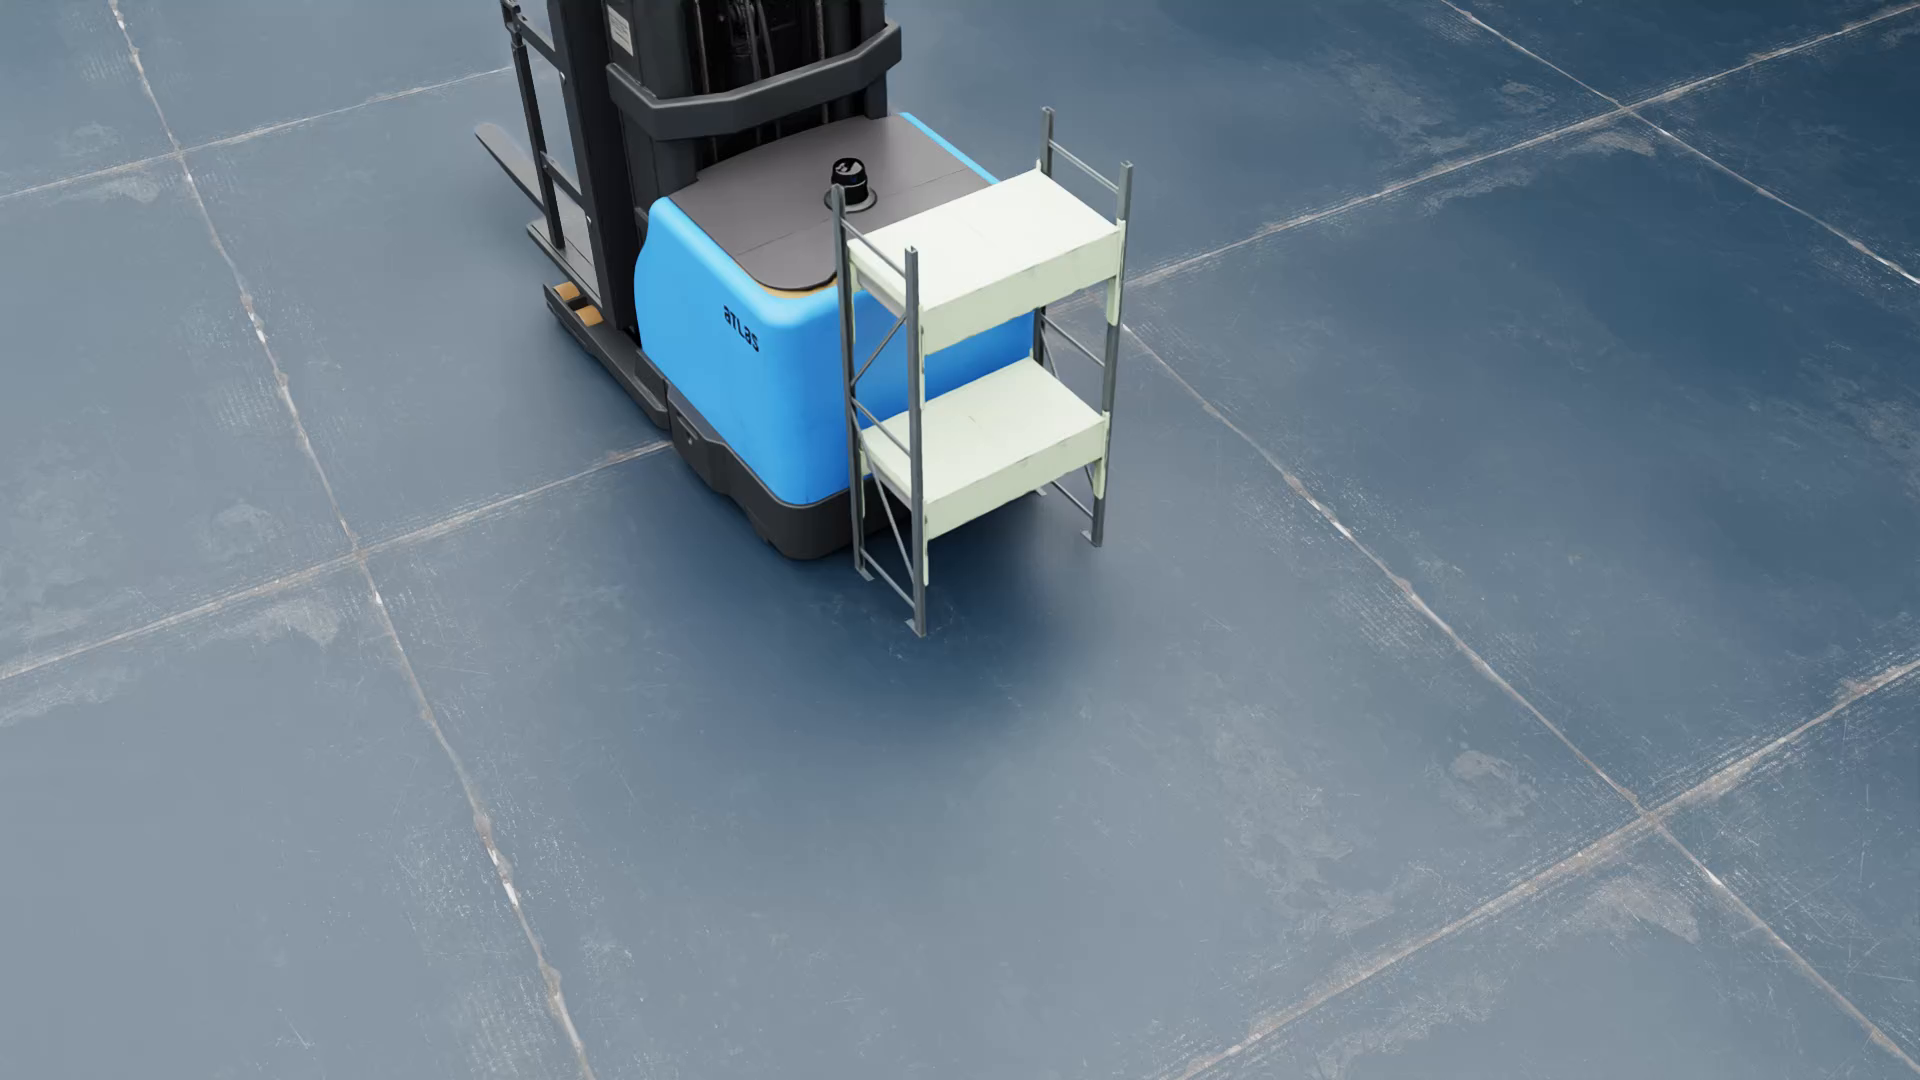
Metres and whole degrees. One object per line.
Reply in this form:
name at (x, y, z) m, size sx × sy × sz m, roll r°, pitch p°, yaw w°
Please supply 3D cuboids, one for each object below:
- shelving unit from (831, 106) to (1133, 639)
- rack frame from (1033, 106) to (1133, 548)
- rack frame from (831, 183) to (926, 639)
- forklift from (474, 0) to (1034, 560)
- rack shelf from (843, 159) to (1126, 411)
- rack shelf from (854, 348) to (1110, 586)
shelving unit at (0.066, -0.480, 5.168) m, size 0.755 × 1.500 × 0.431 m, roll -26°, pitch 50°, yaw -24°
rack frame at (0.365, -0.627, 5.319) m, size 0.023 × 1.500 × 0.400 m, roll -26°, pitch 50°, yaw -24°
rack frame at (-0.234, -0.334, 5.017) m, size 0.023 × 1.500 × 0.400 m, roll -26°, pitch 50°, yaw -24°
forklift at (-0.989, -1.977, 5.682) m, size 1.130 × 2.935 × 3.031 m, roll -26°, pitch 50°, yaw -24°
rack shelf at (0.066, -0.760, 4.896) m, size 0.720 × 0.370 × 0.431 m, roll -26°, pitch 50°, yaw -24°
rack shelf at (0.066, -0.246, 5.395) m, size 0.720 × 0.370 × 0.431 m, roll -26°, pitch 50°, yaw -24°
